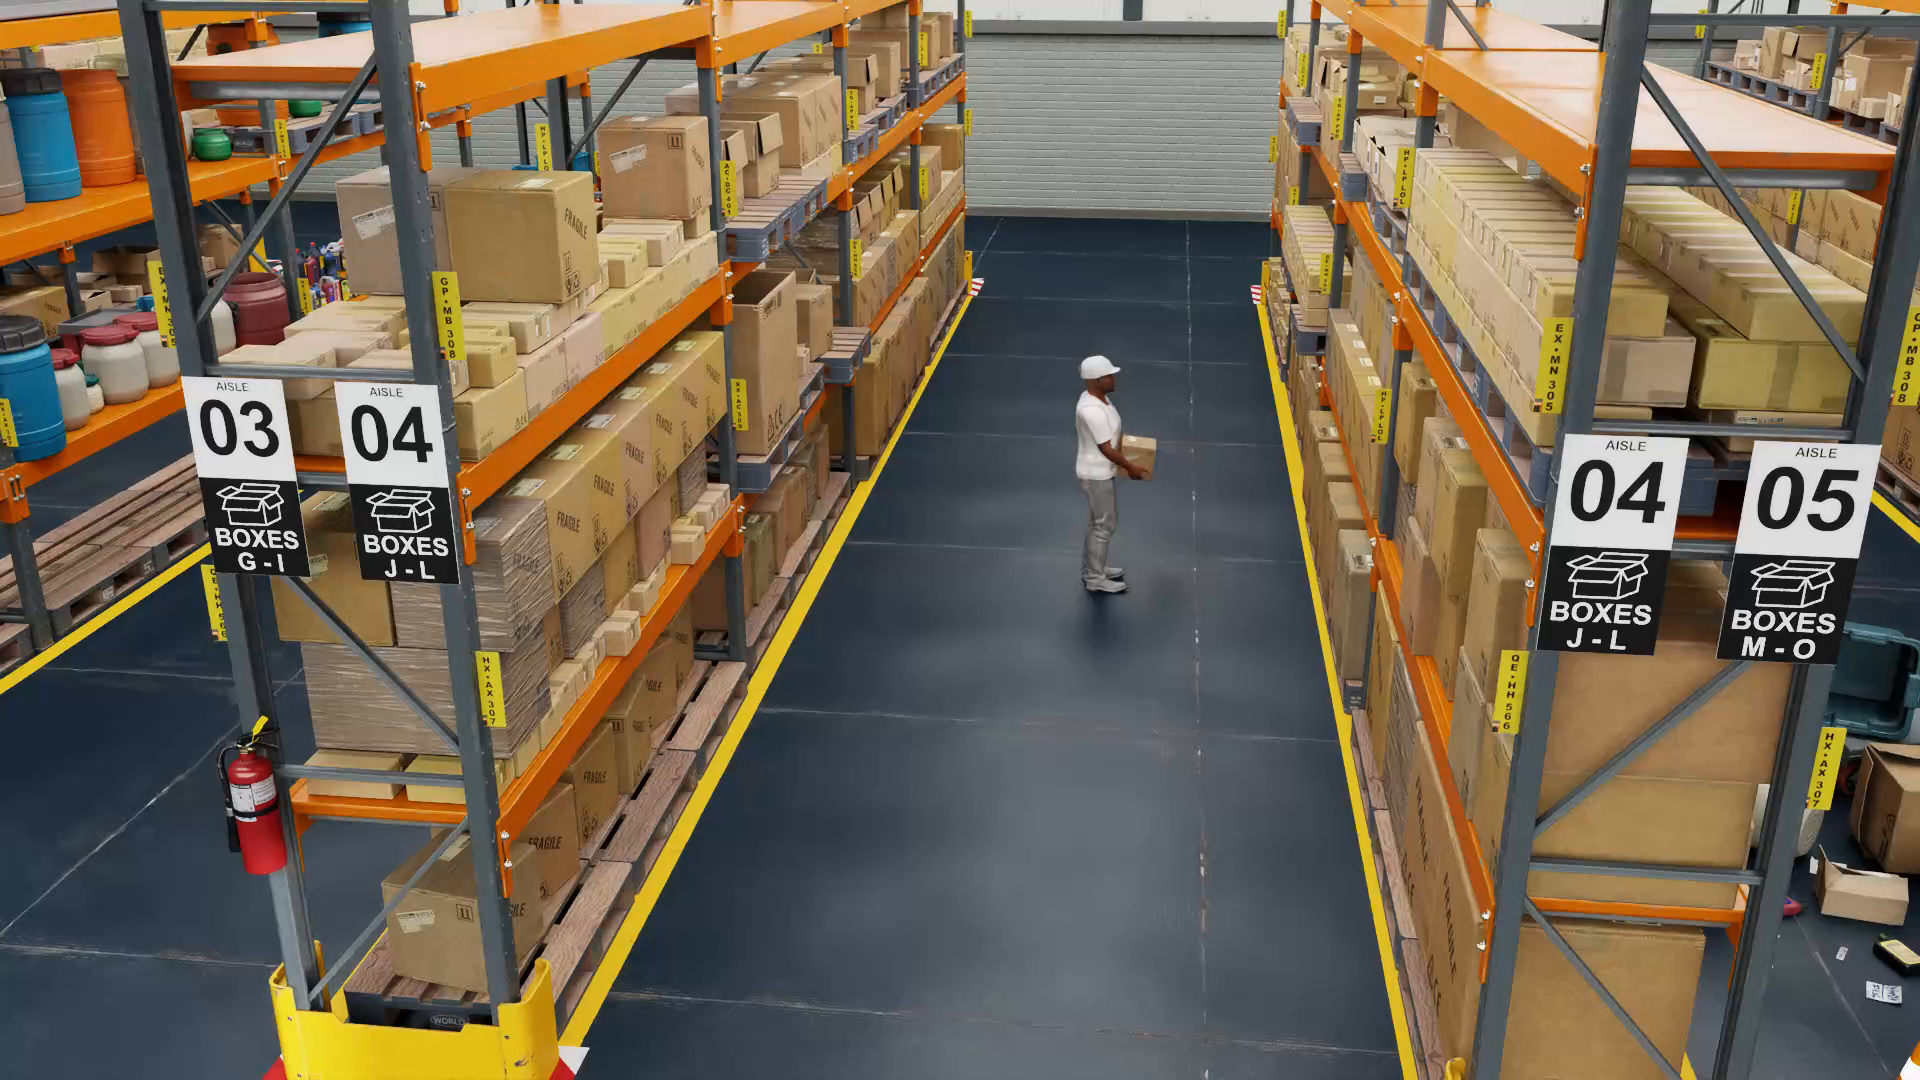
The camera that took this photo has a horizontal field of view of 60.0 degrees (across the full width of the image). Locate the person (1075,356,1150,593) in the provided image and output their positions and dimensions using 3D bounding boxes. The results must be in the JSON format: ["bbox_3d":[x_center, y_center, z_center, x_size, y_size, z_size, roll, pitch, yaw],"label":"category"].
[{"bbox_3d":[1.126,-0.497,12.339,0.567,1.769,0.528,2,21,6],"label":"person"}]
